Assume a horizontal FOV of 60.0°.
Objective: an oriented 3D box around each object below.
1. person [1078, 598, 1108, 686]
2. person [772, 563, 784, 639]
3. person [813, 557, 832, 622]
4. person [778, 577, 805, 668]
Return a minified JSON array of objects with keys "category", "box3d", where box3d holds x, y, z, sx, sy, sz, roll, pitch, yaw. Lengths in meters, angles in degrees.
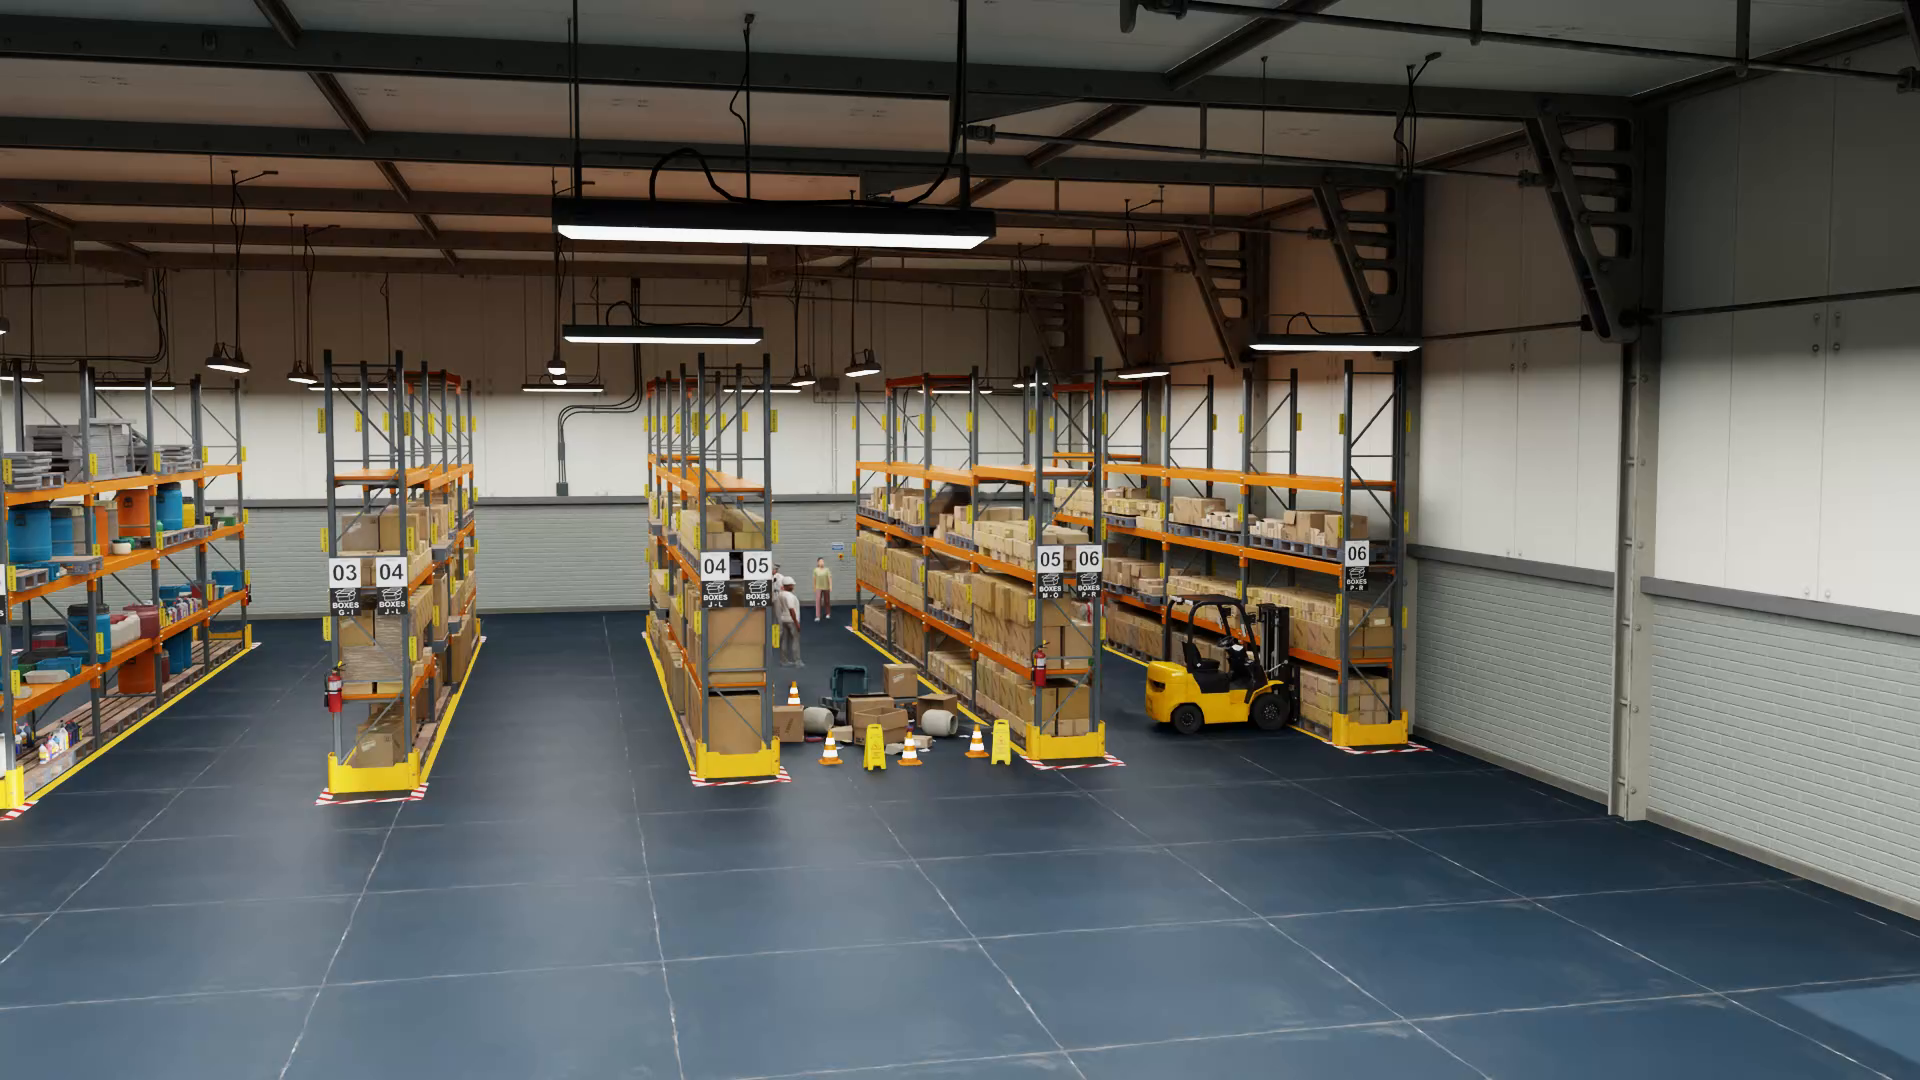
[{"category":"person","box3d":[2.386,1.774,30.124,0.626,1.859,0.530,-1,4,-14]},{"category":"person","box3d":[-4.323,1.409,38.913,0.401,1.770,0.618,-4,5,-42]},{"category":"person","box3d":[-3.479,1.244,42.142,0.521,1.614,1.042,0,4,2]},{"category":"person","box3d":[-3.265,1.588,32.179,0.474,1.757,0.636,-3,5,-41]}]
